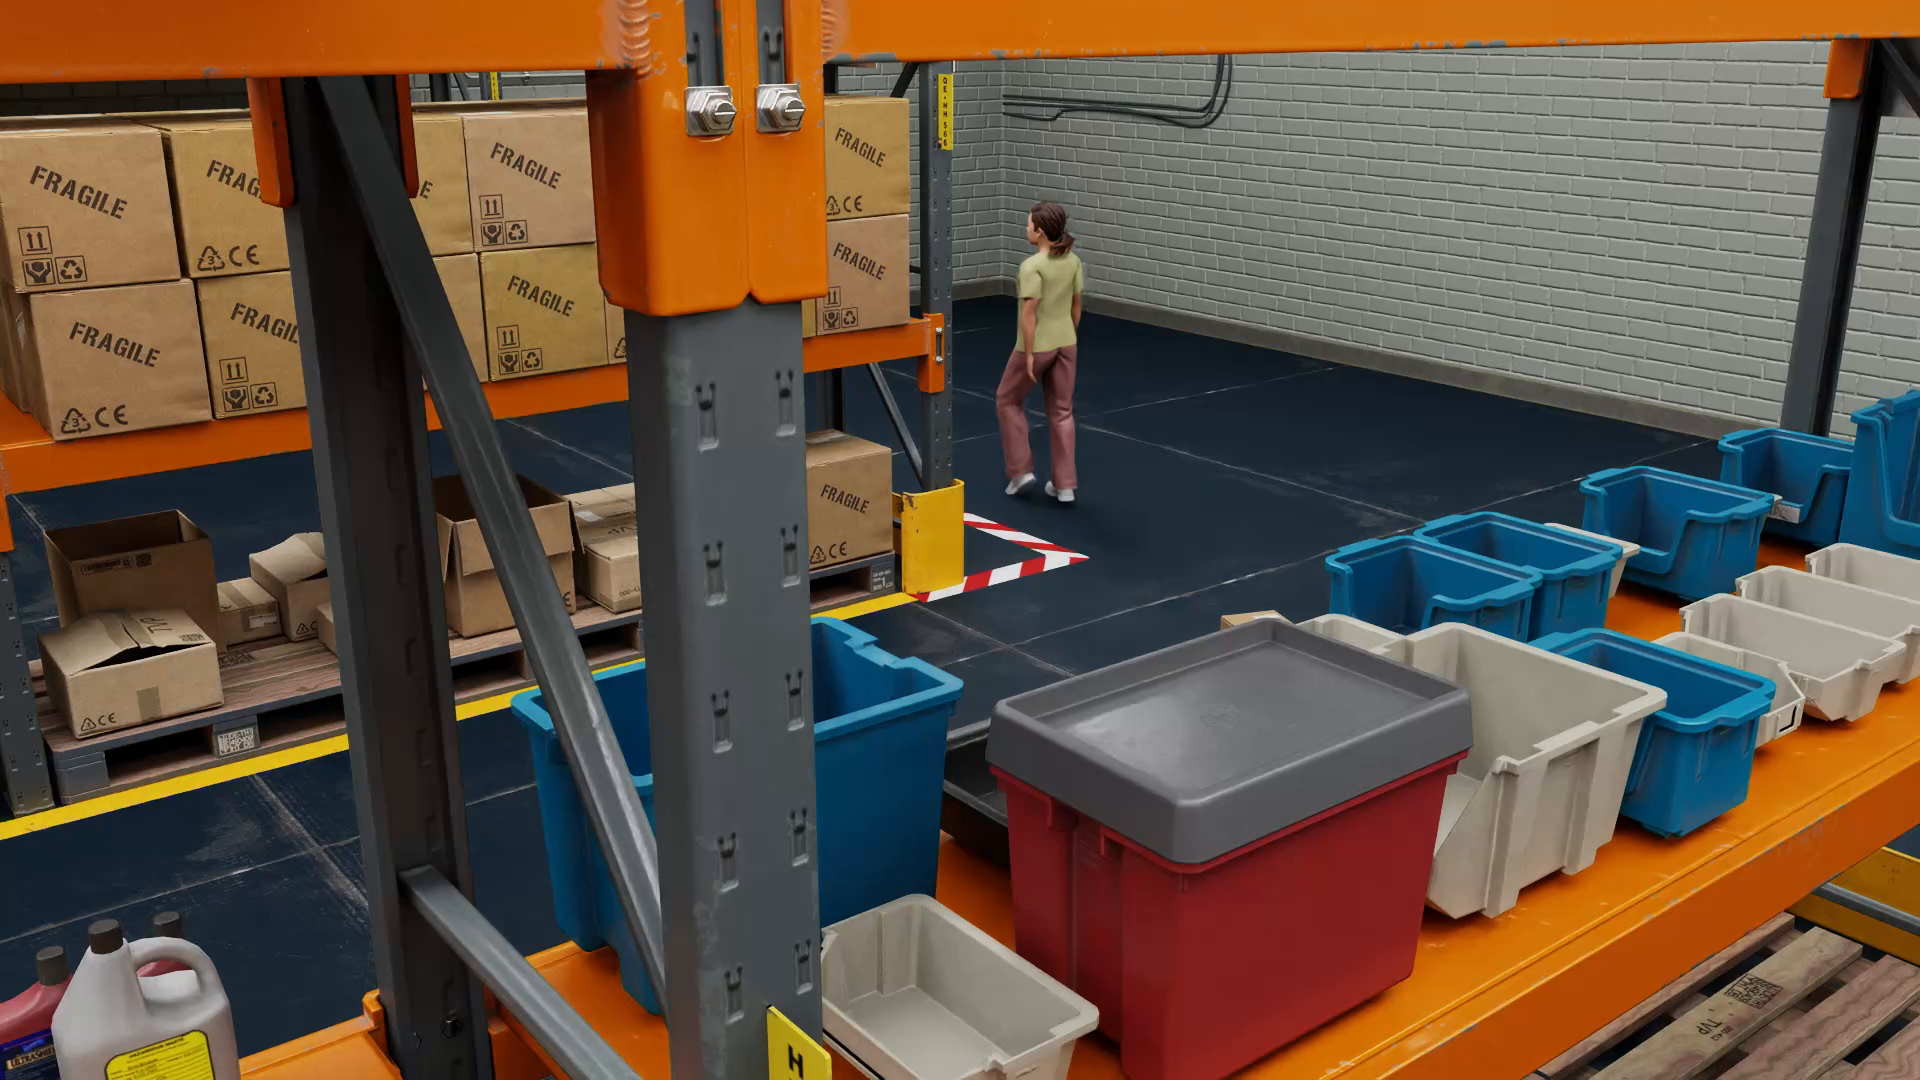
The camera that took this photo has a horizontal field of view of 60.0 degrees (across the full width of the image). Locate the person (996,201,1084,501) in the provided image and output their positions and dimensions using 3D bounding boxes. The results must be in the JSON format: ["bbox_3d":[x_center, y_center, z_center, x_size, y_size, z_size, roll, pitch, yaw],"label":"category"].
[{"bbox_3d":[0.472,-1.021,9.278,0.486,1.728,0.538,-10,20,-29],"label":"person"}]
